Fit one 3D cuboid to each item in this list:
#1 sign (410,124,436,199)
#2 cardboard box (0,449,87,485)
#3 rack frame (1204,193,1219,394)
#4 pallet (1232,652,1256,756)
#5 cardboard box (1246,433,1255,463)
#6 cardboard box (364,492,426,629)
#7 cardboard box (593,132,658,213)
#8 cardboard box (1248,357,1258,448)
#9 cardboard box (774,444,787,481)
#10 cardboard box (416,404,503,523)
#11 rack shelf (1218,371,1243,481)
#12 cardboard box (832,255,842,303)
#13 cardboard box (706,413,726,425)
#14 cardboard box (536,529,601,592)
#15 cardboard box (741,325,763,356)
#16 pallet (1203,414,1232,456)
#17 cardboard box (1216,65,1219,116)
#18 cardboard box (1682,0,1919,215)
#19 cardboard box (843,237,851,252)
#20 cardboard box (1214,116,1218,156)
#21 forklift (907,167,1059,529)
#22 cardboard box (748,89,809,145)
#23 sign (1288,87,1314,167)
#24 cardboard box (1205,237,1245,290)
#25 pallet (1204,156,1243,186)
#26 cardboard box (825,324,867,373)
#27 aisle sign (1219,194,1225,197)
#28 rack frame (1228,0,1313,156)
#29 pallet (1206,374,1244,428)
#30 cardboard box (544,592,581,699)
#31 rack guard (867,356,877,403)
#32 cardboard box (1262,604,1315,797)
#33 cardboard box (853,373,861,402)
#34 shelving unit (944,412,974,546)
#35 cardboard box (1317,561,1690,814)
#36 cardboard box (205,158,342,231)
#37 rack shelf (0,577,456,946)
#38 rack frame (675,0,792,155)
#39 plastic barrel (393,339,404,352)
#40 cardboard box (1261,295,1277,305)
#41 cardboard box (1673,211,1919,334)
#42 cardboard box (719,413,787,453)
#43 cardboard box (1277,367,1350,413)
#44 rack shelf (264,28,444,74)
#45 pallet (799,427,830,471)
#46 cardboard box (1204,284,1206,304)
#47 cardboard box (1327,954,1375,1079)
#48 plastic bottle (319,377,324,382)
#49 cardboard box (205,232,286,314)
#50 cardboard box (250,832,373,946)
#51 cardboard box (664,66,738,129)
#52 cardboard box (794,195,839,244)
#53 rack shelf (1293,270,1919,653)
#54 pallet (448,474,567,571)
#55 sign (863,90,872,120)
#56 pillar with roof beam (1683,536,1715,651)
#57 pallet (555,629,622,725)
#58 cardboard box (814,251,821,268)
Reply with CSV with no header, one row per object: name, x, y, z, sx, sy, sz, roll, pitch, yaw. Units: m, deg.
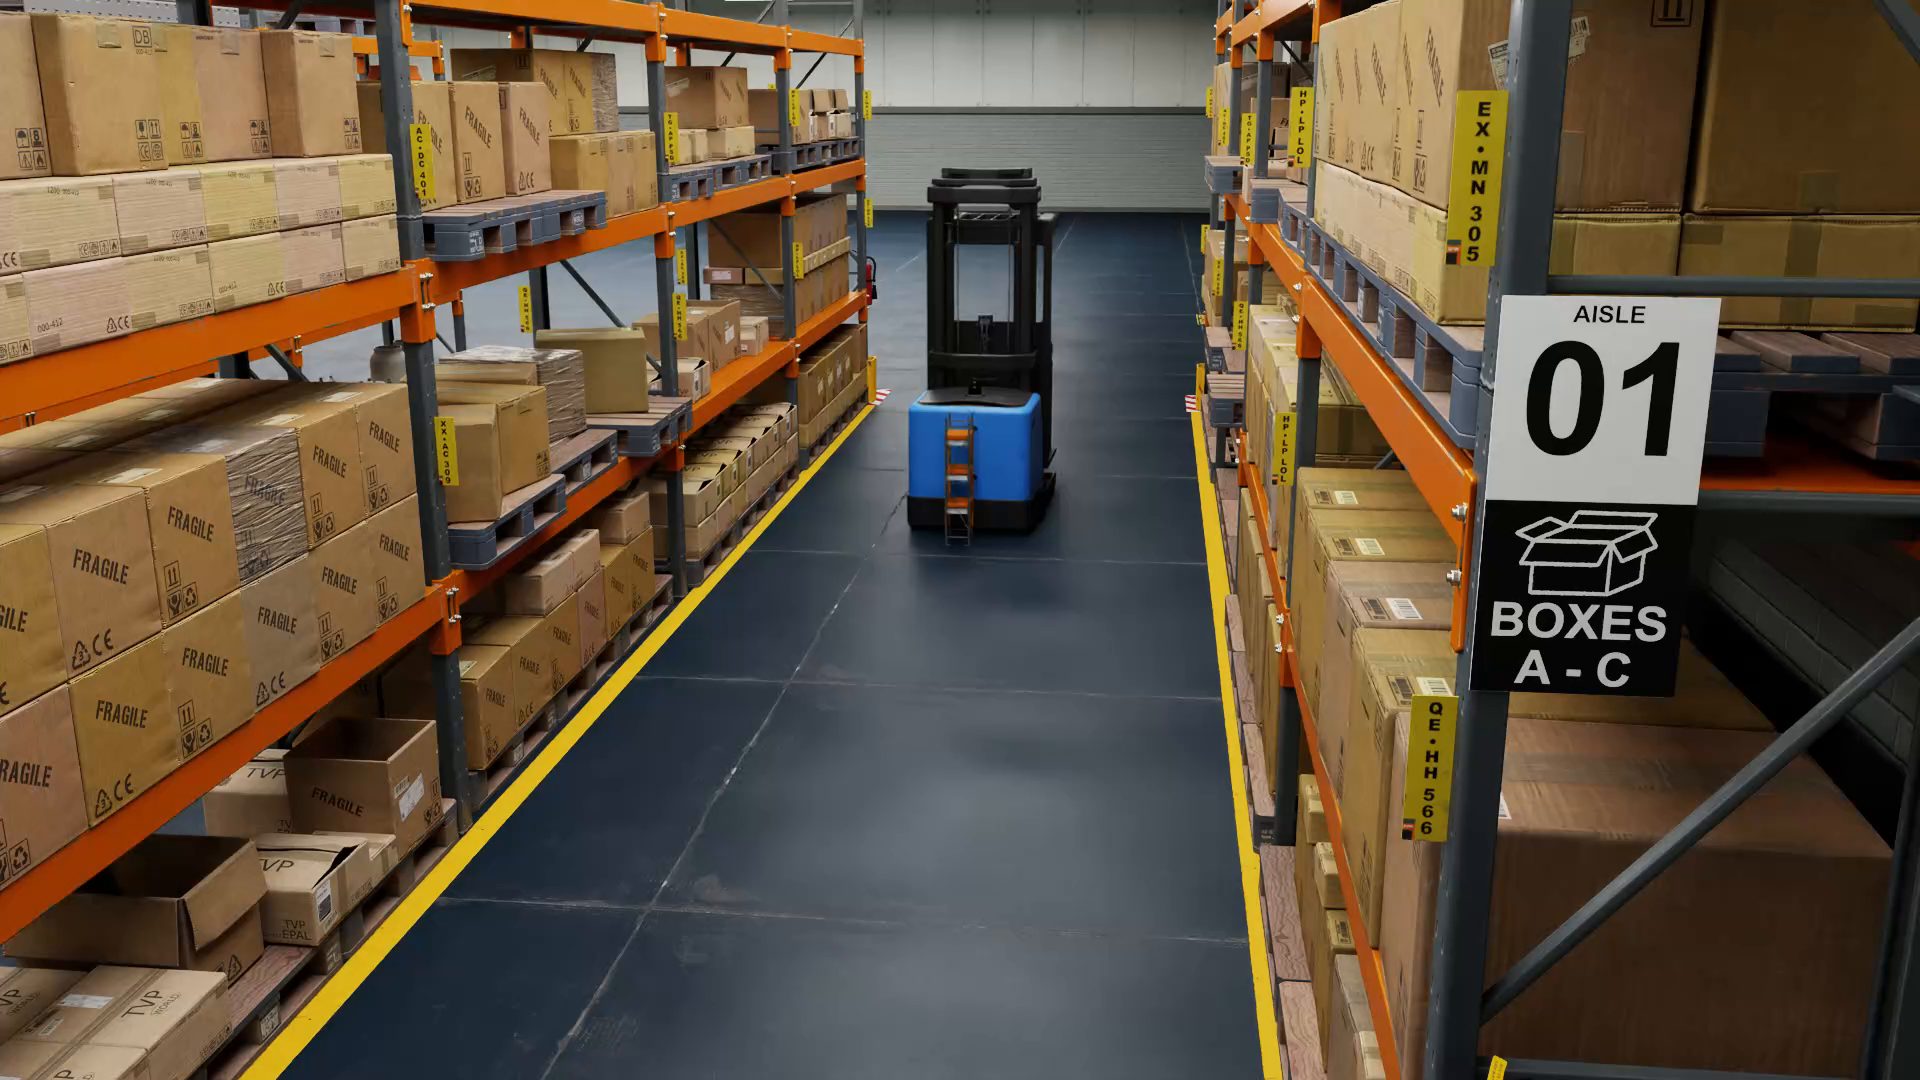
sign,-2.409,-1.695,7.446,0.100,0.325,0.005,2,15,6
cardboard box,-3.455,-0.027,5.908,0.500,0.500,0.500,2,15,8
rack frame,3.327,-2.978,18.930,1.000,3.000,0.127,2,15,6
pallet,2.121,0.960,9.706,1.003,0.211,1.213,2,15,6
cardboard box,2.006,-0.582,10.510,0.380,0.149,0.250,2,15,8
cardboard box,-2.751,0.078,7.436,0.500,0.500,0.500,2,15,7
cardboard box,-2.513,-2.431,10.966,0.910,0.500,0.500,2,15,6
cardboard box,2.047,-0.851,10.263,0.500,0.500,0.500,2,15,8
cardboard box,-1.864,-0.714,15.019,0.500,0.250,0.500,1,15,5
cardboard box,-2.673,-0.378,8.318,0.700,0.500,0.500,-3,16,-13
rack shelf,2.650,-1.075,13.269,1.077,0.370,4.000,2,15,6
cardboard box,-1.715,-2.915,18.503,0.700,0.500,0.500,2,15,8
cardboard box,-2.402,-1.002,15.012,0.500,0.311,0.500,2,15,6
cardboard box,-2.483,0.113,10.005,0.500,0.250,0.500,1,15,5
cardboard box,-1.963,-1.788,14.784,0.396,0.266,0.258,1,15,5
pallet,3.052,-1.087,17.279,1.003,0.211,1.213,2,15,6
cardboard box,2.889,-4.612,17.081,0.500,0.500,0.500,2,15,8
cardboard box,1.844,-0.999,3.720,0.500,0.500,0.500,1,15,4
cardboard box,-1.449,-3.380,18.981,0.380,0.149,0.250,1,15,5
cardboard box,2.891,-4.132,17.220,0.500,0.500,0.500,2,15,9
forklift,0.291,-1.840,14.853,1.130,2.935,3.031,2,15,8
cardboard box,-1.728,-3.975,15.606,0.500,0.500,0.500,3,15,11
sign,1.433,-1.729,6.970,0.100,0.325,0.005,2,15,6
cardboard box,2.845,-2.901,17.456,0.500,0.500,0.500,1,15,4
pallet,2.701,-3.141,14.146,1.213,0.211,1.003,2,15,6
cardboard box,-1.360,-2.213,19.126,0.500,0.500,0.500,2,15,6
aisle sign,3.037,-4.261,18.693,0.394,0.787,0.004,2,15,6
rack frame,2.876,-4.837,14.311,1.000,3.000,0.127,2,15,6
pallet,2.399,-0.999,11.977,1.213,0.211,1.003,2,15,6
cardboard box,-2.539,0.597,9.654,0.500,0.500,0.500,2,15,7
rack guard,-1.592,-1.923,19.816,1.175,0.500,0.348,2,15,6
cardboard box,1.918,0.797,8.284,0.750,0.750,0.750,2,15,7
cardboard box,-1.406,-1.721,18.743,0.500,0.250,0.500,2,15,6
shelving unit,-0.006,-0.493,13.474,0.215,1.050,0.252,2,15,6
cardboard box,1.736,0.507,5.464,0.980,0.700,0.700,1,15,4
cardboard box,-2.794,-1.364,6.544,0.500,0.250,0.500,2,15,6
rack shelf,-3.175,0.855,6.132,1.077,0.370,4.000,2,15,6
rack frame,-2.046,-4.982,14.847,1.000,3.000,0.127,2,15,6
plastic barrel,-6.515,-2.099,19.640,0.421,0.512,0.421,0,15,0
cardboard box,2.586,-1.610,12.836,0.700,0.500,0.500,2,15,6
cardboard box,1.848,-0.637,3.817,0.500,0.250,0.500,2,15,9
cardboard box,-1.860,-0.983,14.941,0.500,0.311,0.500,2,15,8
cardboard box,1.839,-0.691,8.233,0.500,0.250,0.500,2,15,7
rack shelf,-6.742,-5.107,17.454,1.077,0.370,4.000,2,15,6
pallet,-1.915,-0.945,16.752,1.003,0.211,1.213,2,15,6
cardboard box,2.912,-2.663,18.014,0.500,0.250,0.500,1,15,5
cardboard box,1.614,1.731,5.500,0.700,0.500,0.500,1,15,4
plastic bottle,-7.074,-1.652,18.386,0.061,0.283,0.133,2,15,7
cardboard box,-2.855,-0.993,6.130,0.500,0.250,0.500,2,15,6
cardboard box,-2.816,1.425,6.953,0.500,0.311,0.500,2,15,6
cardboard box,-2.196,-3.719,13.969,0.500,0.500,0.500,3,15,12
cardboard box,-1.720,-3.527,18.282,0.700,0.500,0.500,1,15,5
rack shelf,1.748,-0.448,5.204,1.077,0.370,4.000,2,15,6
pallet,-2.750,-0.122,8.736,1.003,0.211,1.213,2,15,6
sign,-1.057,-4.941,18.897,0.100,0.325,0.005,2,15,6
pillar with roof beam,-1.524,-2.682,6.341,9.100,9.000,0.400,2,15,6
pallet,-2.760,0.806,10.278,1.003,0.211,1.213,2,15,6
cardboard box,-1.652,-2.913,17.255,0.380,0.149,0.250,2,15,6
